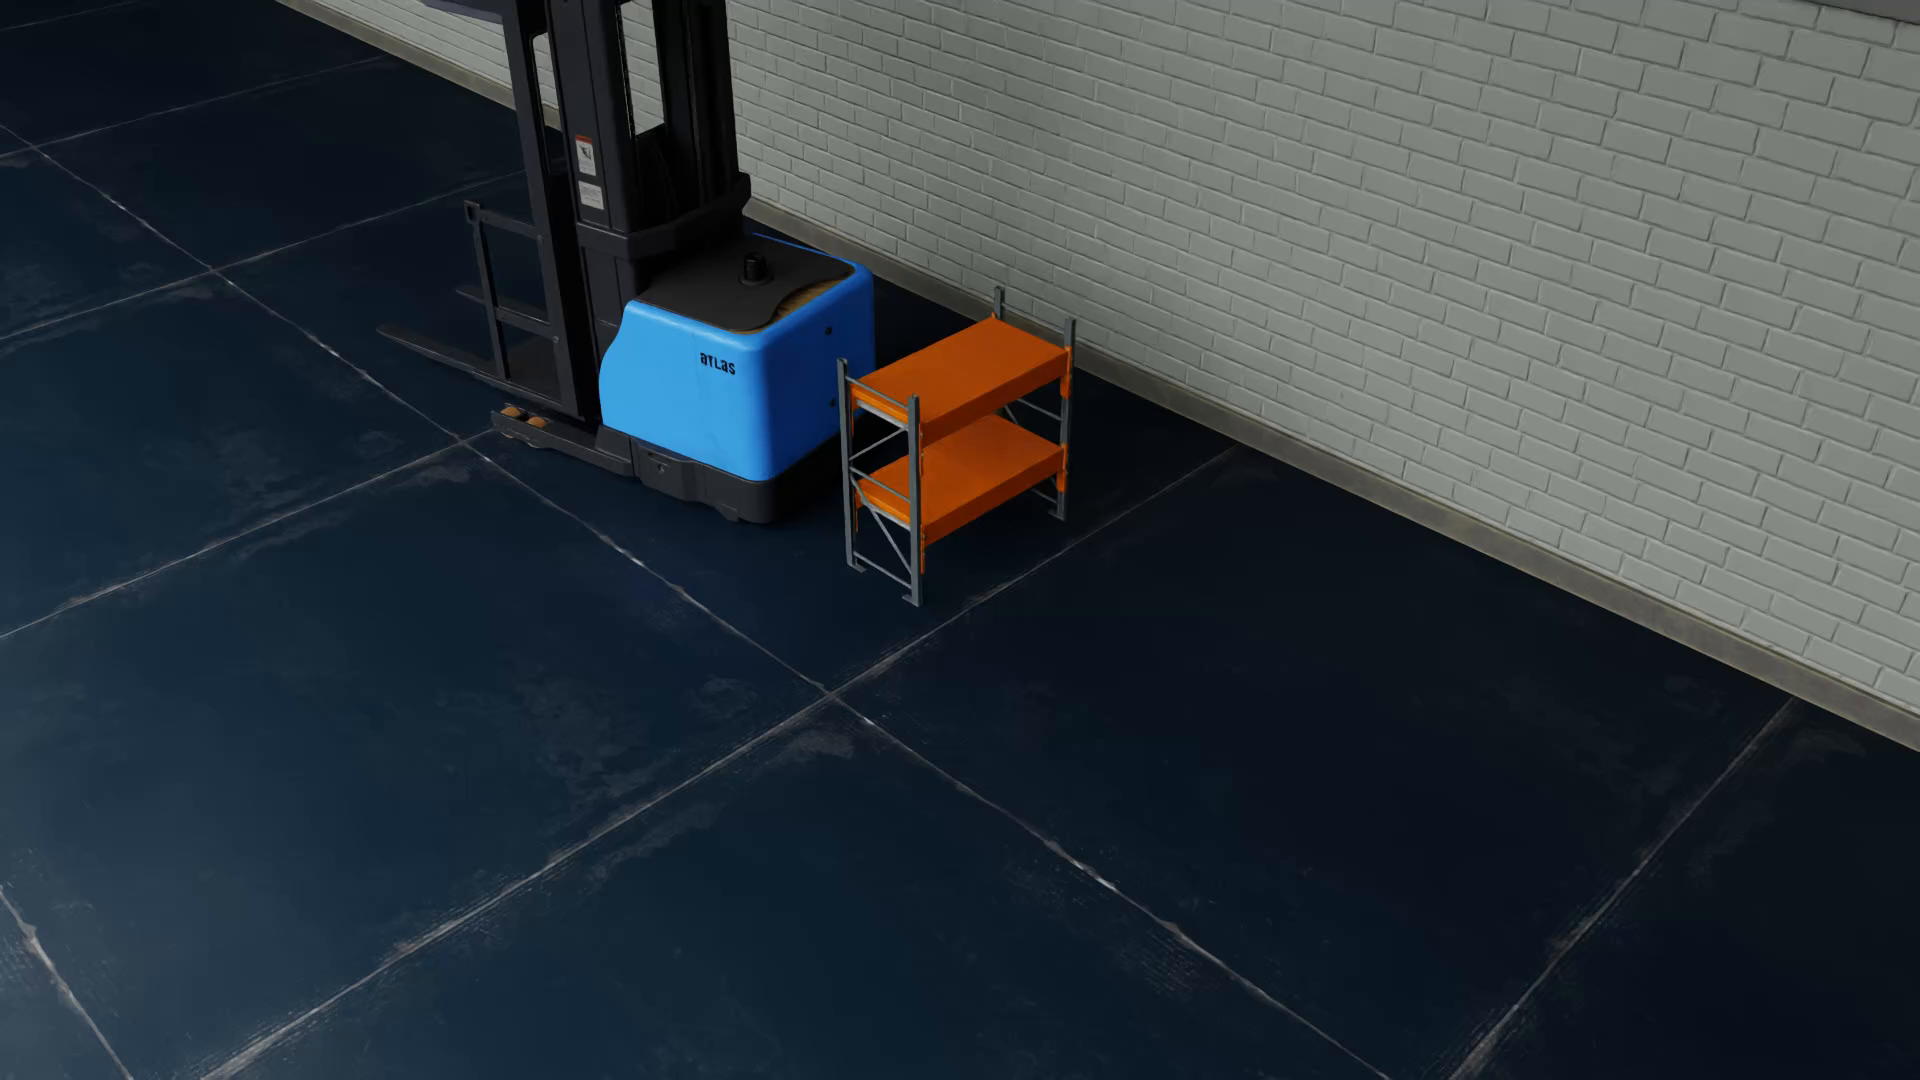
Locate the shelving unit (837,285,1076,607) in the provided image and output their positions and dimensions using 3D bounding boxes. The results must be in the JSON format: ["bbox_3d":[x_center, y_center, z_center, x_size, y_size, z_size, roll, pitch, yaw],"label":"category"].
[{"bbox_3d":[-0.005,-0.459,7.924,0.538,1.125,1.048,30,45,35],"label":"shelving unit"}]

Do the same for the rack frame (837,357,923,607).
[{"bbox_3d":[-0.363,-0.252,7.628,0.500,1.125,0.032,30,45,35],"label":"rack frame"}]

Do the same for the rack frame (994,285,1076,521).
[{"bbox_3d":[0.353,-0.665,8.220,0.500,1.125,0.032,30,45,35],"label":"rack frame"}]

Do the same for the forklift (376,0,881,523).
[{"bbox_3d":[-1.934,-1.927,8.451,3.031,2.935,1.130,21,40,27],"label":"forklift"}]

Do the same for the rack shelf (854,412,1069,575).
[{"bbox_3d":[-0.005,-0.258,8.064,0.538,0.278,1.000,30,45,35],"label":"rack shelf"}]

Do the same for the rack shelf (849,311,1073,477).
[{"bbox_3d":[-0.005,-0.699,7.757,0.538,0.278,1.000,30,45,35],"label":"rack shelf"}]
